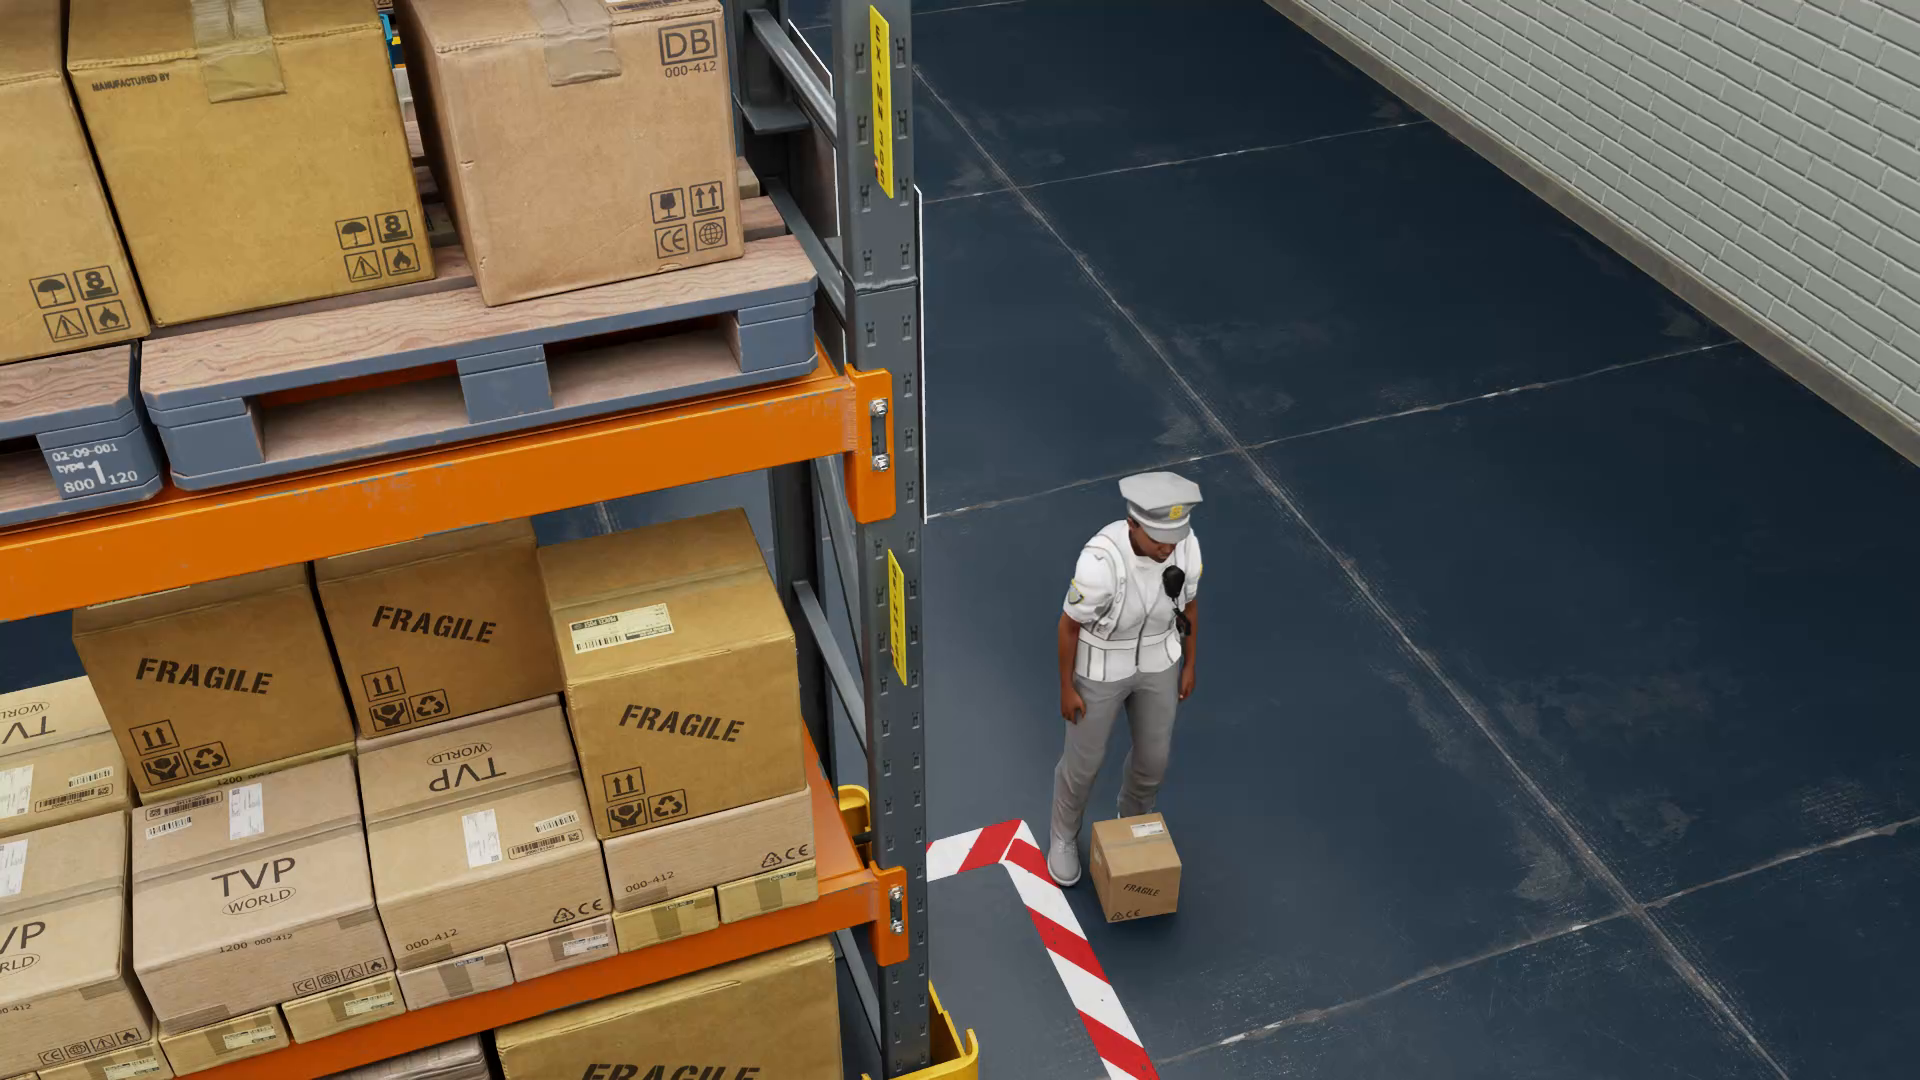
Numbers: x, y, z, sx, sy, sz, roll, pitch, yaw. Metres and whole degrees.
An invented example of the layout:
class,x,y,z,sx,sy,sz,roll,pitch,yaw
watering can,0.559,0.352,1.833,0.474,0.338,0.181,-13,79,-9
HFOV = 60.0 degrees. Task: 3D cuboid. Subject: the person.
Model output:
class,x,y,z,sx,sy,sz,roll,pitch,yaw
person,0.549,0.451,5.573,0.530,1.660,0.398,-10,39,-13
